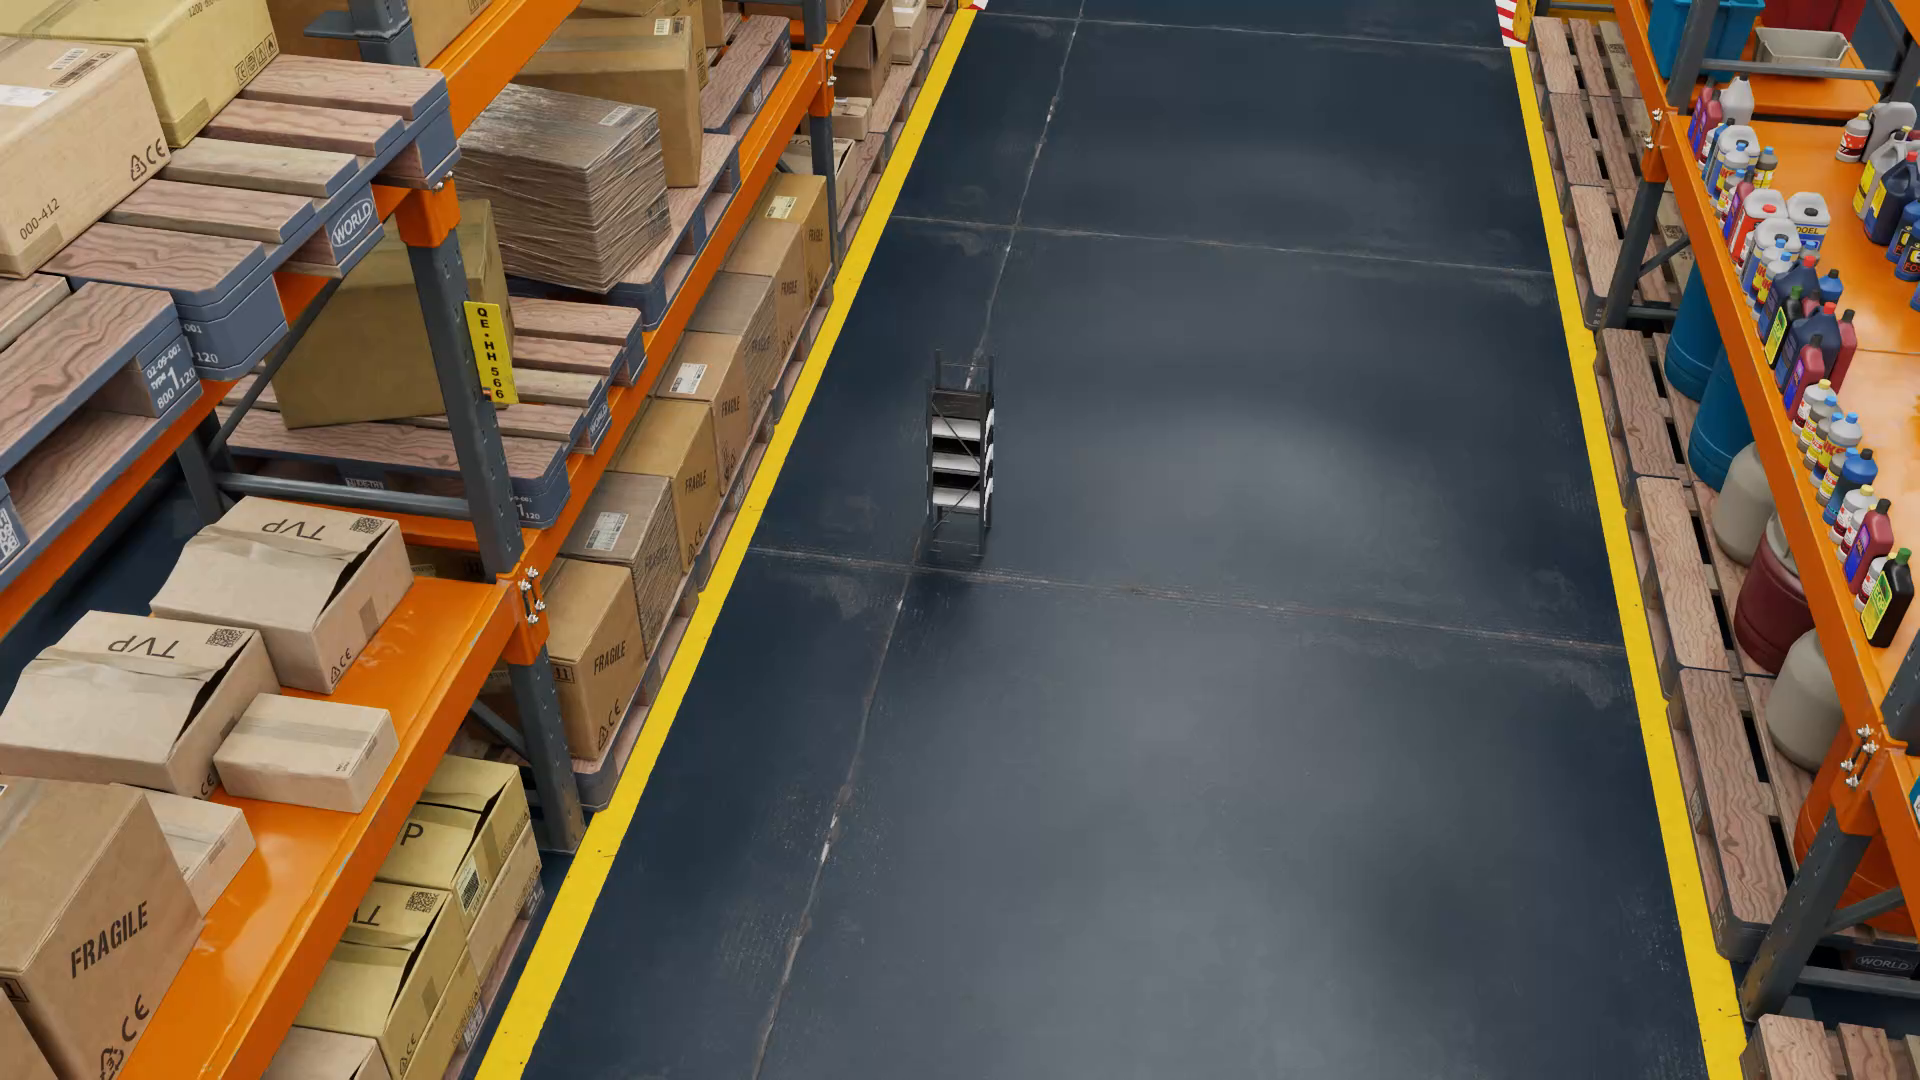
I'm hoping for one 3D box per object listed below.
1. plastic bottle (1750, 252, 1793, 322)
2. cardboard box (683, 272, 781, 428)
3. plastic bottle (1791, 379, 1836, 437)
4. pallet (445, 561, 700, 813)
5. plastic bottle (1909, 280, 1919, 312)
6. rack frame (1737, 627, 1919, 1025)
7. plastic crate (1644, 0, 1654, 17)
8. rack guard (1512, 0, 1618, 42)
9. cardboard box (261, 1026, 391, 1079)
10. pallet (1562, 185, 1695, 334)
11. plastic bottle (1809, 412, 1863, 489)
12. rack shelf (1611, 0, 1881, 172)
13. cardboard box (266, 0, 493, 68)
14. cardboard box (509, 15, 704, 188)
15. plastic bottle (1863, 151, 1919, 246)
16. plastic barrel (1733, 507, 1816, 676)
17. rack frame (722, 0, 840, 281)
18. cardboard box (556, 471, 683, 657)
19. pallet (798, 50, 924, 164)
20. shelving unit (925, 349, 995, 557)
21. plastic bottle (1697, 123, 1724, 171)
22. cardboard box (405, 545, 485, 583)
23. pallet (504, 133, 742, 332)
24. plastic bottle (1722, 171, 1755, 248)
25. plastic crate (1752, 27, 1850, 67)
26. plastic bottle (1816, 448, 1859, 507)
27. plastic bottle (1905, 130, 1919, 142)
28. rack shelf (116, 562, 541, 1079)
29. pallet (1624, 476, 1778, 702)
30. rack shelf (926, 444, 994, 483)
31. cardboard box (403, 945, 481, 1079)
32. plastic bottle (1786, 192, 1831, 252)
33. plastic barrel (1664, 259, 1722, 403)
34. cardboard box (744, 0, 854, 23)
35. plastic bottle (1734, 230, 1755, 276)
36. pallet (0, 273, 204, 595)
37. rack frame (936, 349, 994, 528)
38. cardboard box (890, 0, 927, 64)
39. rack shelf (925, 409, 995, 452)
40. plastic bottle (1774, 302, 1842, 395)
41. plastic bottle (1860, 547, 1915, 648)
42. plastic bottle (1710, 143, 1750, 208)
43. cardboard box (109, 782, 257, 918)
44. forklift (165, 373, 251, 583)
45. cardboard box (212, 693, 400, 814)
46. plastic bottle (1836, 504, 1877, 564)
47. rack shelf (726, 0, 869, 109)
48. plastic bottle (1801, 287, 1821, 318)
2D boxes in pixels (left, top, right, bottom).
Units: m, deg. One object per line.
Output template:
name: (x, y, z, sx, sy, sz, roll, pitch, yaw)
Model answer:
plastic bottle: (3.005, -0.935, 6.128, 0.097, 0.271, 0.097, 0, 40, 0)
cardboard box: (-1.138, -0.880, 7.577, 0.500, 0.500, 0.500, 7, 40, 8)
plastic bottle: (2.878, -0.448, 5.593, 0.097, 0.201, 0.097, 0, 40, 0)
pallet: (-1.680, 0.481, 6.502, 1.003, 0.211, 1.213, 6, 40, 8)
plastic bottle: (3.634, -0.985, 6.188, 0.097, 0.271, 0.097, 0, 40, 0)
rack frame: (3.032, 0.420, 4.389, 1.000, 3.000, 0.127, 6, 40, 8)
plastic crate: (3.653, -2.740, 8.379, 0.437, 0.125, 0.590, 6, 40, 8)
rack guard: (4.408, -3.654, 11.278, 1.175, 0.500, 0.348, 6, 40, 8)
cardboard box: (-1.868, 1.552, 4.407, 0.500, 0.311, 0.500, 6, 40, 7)
pallet: (3.813, -1.482, 8.877, 1.003, 0.211, 1.213, 6, 40, 8)
plastic bottle: (2.827, -0.291, 5.349, 0.097, 0.271, 0.097, 0, 40, 0)
rack shelf: (4.070, -3.069, 9.172, 1.077, 0.370, 4.000, 6, 40, 8)
cardboard box: (-1.804, -1.601, 4.400, 0.910, 0.500, 0.500, 6, 40, 8)
cardboard box: (-1.399, -1.724, 6.573, 0.700, 0.500, 0.500, -3, 40, -4)
plastic bottle: (3.713, -1.359, 6.578, 0.144, 0.351, 0.185, 6, 40, 8)
plastic barrel: (3.295, 0.169, 6.254, 0.600, 0.588, 0.708, 6, 40, 8)
rack frame: (-1.154, -2.639, 8.088, 1.000, 3.000, 0.127, 6, 40, 8)
cardboard box: (-1.401, 0.081, 6.414, 0.500, 0.500, 0.500, 5, 40, 6)
pallet: (-0.825, -2.763, 10.427, 1.003, 0.211, 1.213, 6, 40, 8)
shelving unit: (0.001, -0.352, 6.969, 0.258, 0.900, 0.210, 6, 40, 8)
plastic bottle: (3.215, -1.673, 7.075, 0.097, 0.201, 0.097, 0, 40, 0)
cardboard box: (-1.915, 0.052, 6.450, 0.500, 0.500, 0.500, 8, 40, 9)
pallet: (-1.514, -1.276, 6.590, 1.003, 0.211, 1.213, 6, 40, 8)
plastic bottle: (3.087, -1.305, 6.566, 0.061, 0.283, 0.133, 6, 40, 8)
plastic crate: (3.945, -2.289, 7.824, 0.396, 0.136, 0.243, 6, 40, 8)
plastic bottle: (2.810, -0.203, 5.298, 0.097, 0.201, 0.097, 0, 40, 0)
plastic bottle: (3.979, -1.613, 6.938, 0.061, 0.283, 0.133, 6, 40, 8)
rack shelf: (-2.192, 1.403, 3.763, 1.077, 0.370, 4.000, 6, 40, 8)
pallet: (3.341, 0.231, 6.804, 1.003, 0.211, 1.213, 6, 40, 8)
rack shelf: (0.001, -0.326, 6.991, 0.258, 0.077, 0.200, 6, 40, 8)
cardboard box: (-1.783, 1.450, 4.971, 0.500, 0.250, 0.500, 6, 40, 7)
plastic bottle: (3.258, -1.197, 6.441, 0.152, 0.276, 0.135, 6, 40, 8)
plastic barrel: (3.613, -1.104, 7.549, 0.600, 0.901, 0.708, 6, 40, 8)
cardboard box: (-0.797, -2.968, 8.407, 0.500, 0.500, 0.500, 7, 40, 9)
plastic bottle: (3.062, -1.115, 6.400, 0.097, 0.201, 0.097, 0, 40, 0)
pallet: (-2.066, -0.074, 2.780, 1.003, 0.211, 1.213, 8, 40, 10)
rack frame: (0.019, -0.416, 7.047, 0.240, 0.900, 0.006, 6, 40, 8)
cardboard box: (-0.507, -3.298, 10.698, 0.500, 0.250, 0.500, 6, 40, 8)
rack shelf: (0.001, -0.465, 6.876, 0.258, 0.077, 0.200, 6, 40, 8)
plastic bottle: (2.948, -0.675, 5.751, 0.144, 0.351, 0.185, 6, 40, 8)
plastic bottle: (2.682, 0.164, 4.790, 0.061, 0.283, 0.133, 6, 40, 8)
plastic bottle: (3.158, -1.493, 6.803, 0.097, 0.271, 0.097, 0, 40, 0)
cardboard box: (-2.011, 0.774, 4.156, 0.380, 0.149, 0.250, 9, 40, 11)
forklift: (-3.168, -1.750, 7.066, 1.130, 2.935, 3.031, 7, 40, 9)
cardboard box: (-1.730, 0.563, 4.412, 0.380, 0.149, 0.250, 6, 40, 8)
plastic bottle: (2.760, -0.020, 5.076, 0.097, 0.201, 0.097, 0, 40, 0)
rack shelf: (-0.808, -3.617, 9.836, 1.077, 0.370, 4.000, 6, 40, 8)
plastic bottle: (2.995, -0.747, 5.891, 0.061, 0.283, 0.133, 6, 40, 8)
